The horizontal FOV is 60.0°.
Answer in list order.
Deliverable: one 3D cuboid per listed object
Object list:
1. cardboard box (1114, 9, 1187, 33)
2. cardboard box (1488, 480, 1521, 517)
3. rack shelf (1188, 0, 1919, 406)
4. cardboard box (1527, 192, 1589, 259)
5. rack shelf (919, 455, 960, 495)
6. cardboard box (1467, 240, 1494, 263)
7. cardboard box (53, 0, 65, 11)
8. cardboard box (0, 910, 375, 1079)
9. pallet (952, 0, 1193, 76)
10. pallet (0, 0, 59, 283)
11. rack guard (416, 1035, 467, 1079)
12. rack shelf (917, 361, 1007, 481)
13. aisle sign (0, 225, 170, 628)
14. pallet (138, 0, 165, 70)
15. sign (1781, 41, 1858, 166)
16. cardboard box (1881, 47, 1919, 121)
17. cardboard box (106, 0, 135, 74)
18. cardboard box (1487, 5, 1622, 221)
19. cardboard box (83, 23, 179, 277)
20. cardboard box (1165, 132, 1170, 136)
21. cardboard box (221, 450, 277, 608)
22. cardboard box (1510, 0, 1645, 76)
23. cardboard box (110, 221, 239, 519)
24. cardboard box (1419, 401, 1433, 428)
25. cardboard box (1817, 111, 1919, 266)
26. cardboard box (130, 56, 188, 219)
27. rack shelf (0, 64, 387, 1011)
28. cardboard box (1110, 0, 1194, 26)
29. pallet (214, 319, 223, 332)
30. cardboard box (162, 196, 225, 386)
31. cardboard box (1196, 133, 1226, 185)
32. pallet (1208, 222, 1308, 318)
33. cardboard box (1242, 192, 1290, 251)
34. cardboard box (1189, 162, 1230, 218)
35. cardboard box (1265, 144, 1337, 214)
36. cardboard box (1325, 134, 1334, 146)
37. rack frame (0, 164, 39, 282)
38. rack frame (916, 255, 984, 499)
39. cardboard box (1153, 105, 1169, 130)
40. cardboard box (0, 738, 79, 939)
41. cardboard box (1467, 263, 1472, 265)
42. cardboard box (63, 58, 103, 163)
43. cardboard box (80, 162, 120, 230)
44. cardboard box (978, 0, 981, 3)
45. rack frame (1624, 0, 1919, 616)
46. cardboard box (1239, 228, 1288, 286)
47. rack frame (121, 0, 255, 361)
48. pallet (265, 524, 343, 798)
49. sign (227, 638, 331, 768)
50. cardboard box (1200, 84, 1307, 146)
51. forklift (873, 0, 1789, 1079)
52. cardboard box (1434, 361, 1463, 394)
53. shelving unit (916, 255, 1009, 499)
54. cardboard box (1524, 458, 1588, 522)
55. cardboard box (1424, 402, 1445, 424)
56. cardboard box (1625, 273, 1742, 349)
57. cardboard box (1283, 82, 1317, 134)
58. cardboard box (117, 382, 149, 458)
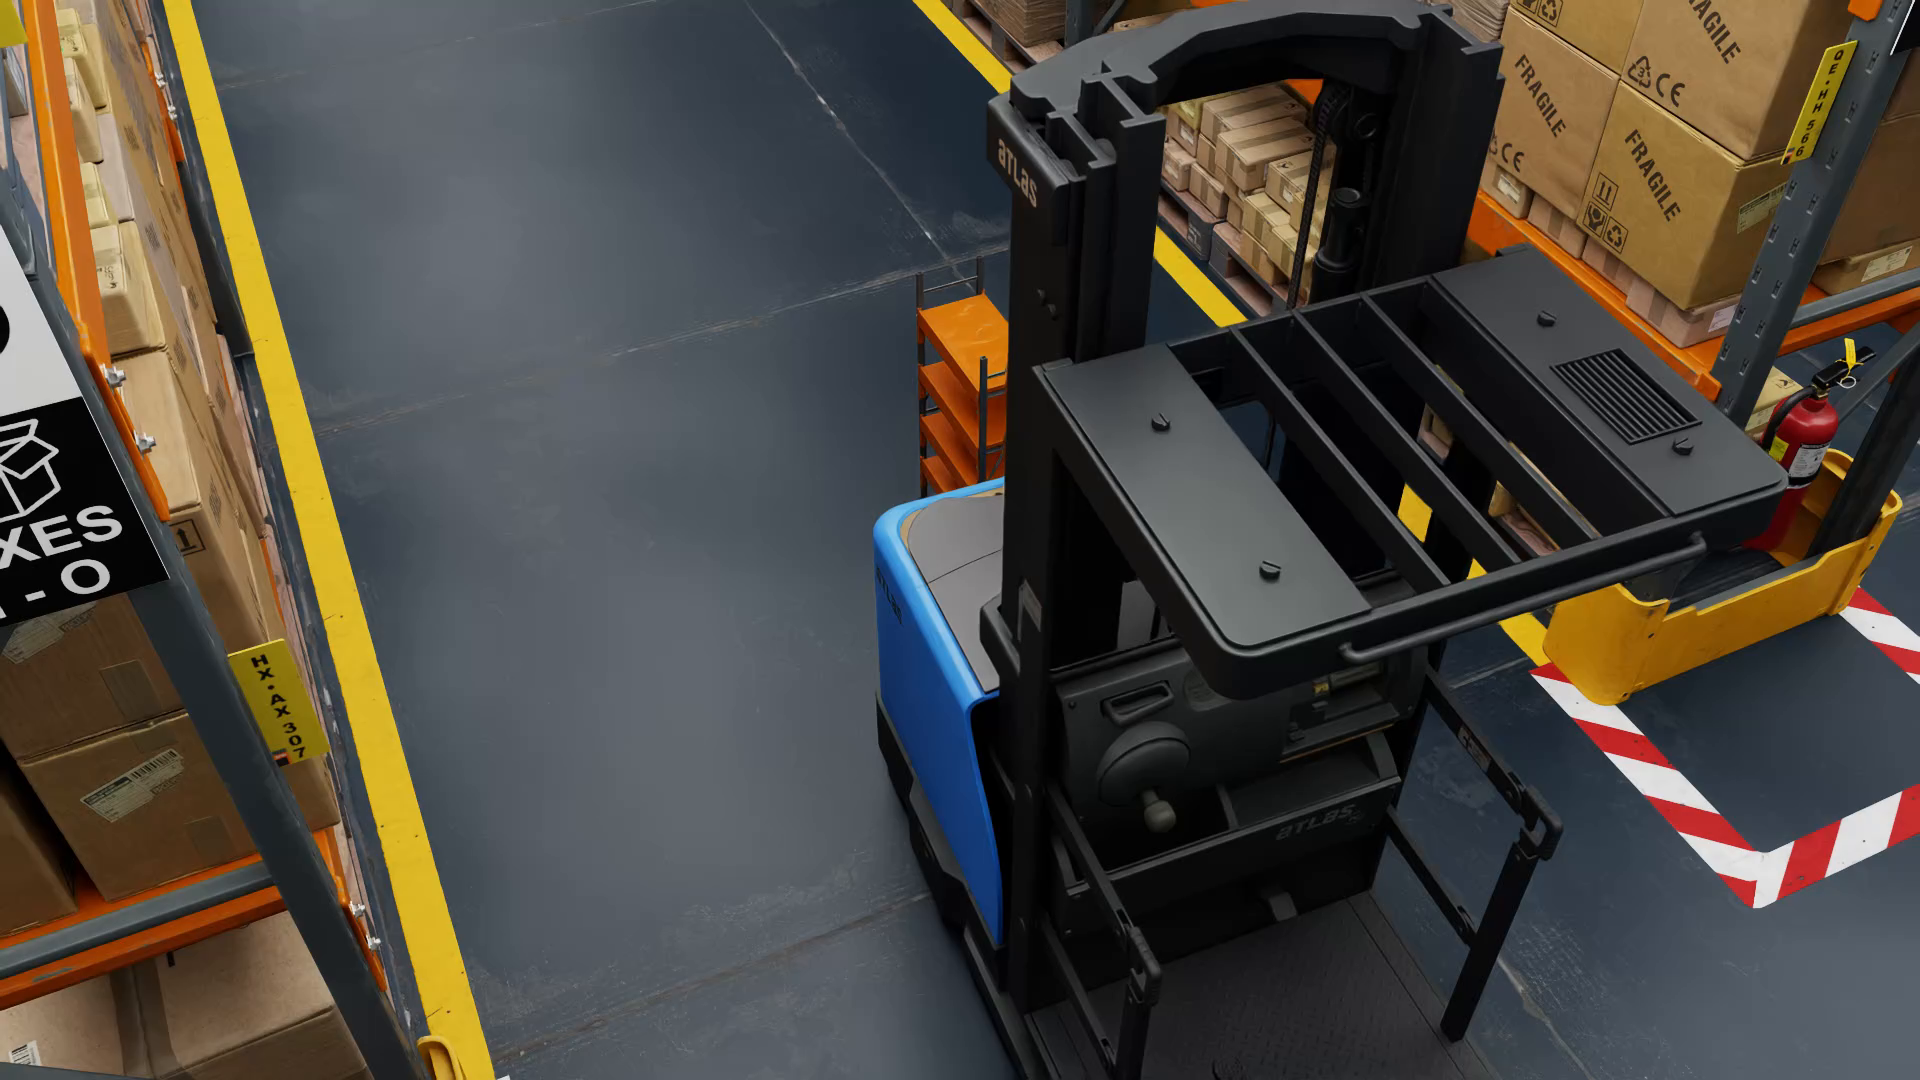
[{"bbox_3d":[0.941,-2.334,7.787,0.380,0.149,0.250,-16,47,-16],"label":"cardboard box"},{"bbox_3d":[2.055,-0.262,6.111,0.380,0.149,0.250,-17,47,-16],"label":"cardboard box"},{"bbox_3d":[1.825,-1.738,6.388,1.077,0.370,4.000,-18,47,-17],"label":"rack shelf"},{"bbox_3d":[2.082,-1.079,5.387,0.380,0.149,0.250,-18,48,-18],"label":"cardboard box"},{"bbox_3d":[0.070,-0.132,5.908,0.258,0.148,0.480,-18,47,-17],"label":"rack shelf"},{"bbox_3d":[2.251,-1.152,6.589,0.380,0.149,0.250,-16,47,-16],"label":"cardboard box"},{"bbox_3d":[-2.450,-1.277,4.163,0.380,0.149,0.250,-18,47,-17],"label":"cardboard box"},{"bbox_3d":[-2.151,1.178,4.445,0.875,0.438,0.875,-20,48,-19],"label":"cardboard box"},{"bbox_3d":[0.655,-2.772,8.909,1.003,0.211,1.213,-18,47,-17],"label":"pallet"},{"bbox_3d":[-2.104,-0.699,2.750,1.003,0.211,1.213,-18,47,-17],"label":"pallet"},{"bbox_3d":[-1.773,1.712,4.159,1.175,0.500,0.348,-18,47,-17],"label":"rack guard"},{"bbox_3d":[0.070,-0.433,5.612,0.258,0.148,0.480,-18,47,-17],"label":"rack shelf"},{"bbox_3d":[-1.490,-0.158,2.424,0.394,0.787,0.004,-18,47,-17],"label":"aisle sign"},{"bbox_3d":[-4.884,-2.774,8.911,1.003,0.211,1.213,-18,47,-17],"label":"pallet"},{"bbox_3d":[2.154,-1.093,4.173,0.100,0.325,0.005,-18,47,-17],"label":"sign"},{"bbox_3d":[2.718,-1.581,4.722,0.500,0.500,0.500,-18,47,-18],"label":"cardboard box"},{"bbox_3d":[-2.810,-1.589,4.941,0.500,0.500,0.500,-19,48,-18],"label":"cardboard box"},{"bbox_3d":[2.031,-1.401,5.251,0.500,0.500,0.500,-19,48,-18],"label":"cardboard box"},{"bbox_3d":[-2.384,-0.945,4.289,0.500,0.500,0.500,-18,47,-17],"label":"cardboard box"},{"bbox_3d":[0.957,-1.907,7.777,0.380,0.149,0.250,-17,47,-16],"label":"cardboard box"},{"bbox_3d":[-1.962,0.066,3.976,0.500,0.500,0.500,-19,48,-18],"label":"cardboard box"},{"bbox_3d":[2.035,-1.758,4.901,0.500,0.500,0.500,-20,48,-19],"label":"cardboard box"},{"bbox_3d":[-1.950,-0.302,3.637,0.500,0.500,0.500,-19,48,-18],"label":"cardboard box"},{"bbox_3d":[1.906,-0.609,6.463,0.380,0.149,0.250,-18,47,-17],"label":"cardboard box"},{"bbox_3d":[2.728,-1.229,5.076,0.500,0.500,0.500,-16,47,-16],"label":"cardboard box"},{"bbox_3d":[-2.817,-1.231,5.291,0.500,0.500,0.500,-19,48,-18],"label":"cardboard box"},{"bbox_3d":[-2.624,-0.212,4.841,1.077,0.370,4.000,-18,47,-17],"label":"rack shelf"},{"bbox_3d":[0.914,-3.077,8.714,0.500,0.500,0.500,-16,47,-16],"label":"cardboard box"},{"bbox_3d":[-3.858,-1.219,7.335,1.003,0.211,1.213,-18,47,-17],"label":"pallet"},{"bbox_3d":[-2.386,-0.577,4.628,0.500,0.500,0.500,-17,47,-16],"label":"cardboard box"},{"bbox_3d":[1.280,-1.731,7.388,0.380,0.149,0.250,-20,48,-19],"label":"cardboard box"},{"bbox_3d":[1.815,-1.080,7.194,1.003,0.211,1.213,-18,47,-17],"label":"pallet"},{"bbox_3d":[1.423,-1.369,7.021,0.380,0.149,0.250,-18,48,-18],"label":"cardboard box"},{"bbox_3d":[1.261,-1.617,7.483,0.380,0.149,0.250,-19,48,-18],"label":"cardboard box"},{"bbox_3d":[1.506,-1.499,6.941,0.380,0.149,0.250,-20,48,-19],"label":"cardboard box"},{"bbox_3d":[1.800,-1.722,7.379,0.380,0.149,0.250,-17,47,-16],"label":"cardboard box"},{"bbox_3d":[-1.783,-1.329,1.190,1.000,3.000,0.127,-18,47,-17],"label":"rack frame"},{"bbox_3d":[-0.033,-0.477,5.879,0.240,1.200,0.015,-18,47,-17],"label":"rack frame"},{"bbox_3d":[1.034,-2.049,7.710,0.380,0.149,0.250,-18,47,-17],"label":"cardboard box"},{"bbox_3d":[-2.226,0.542,3.494,0.500,0.500,0.500,-18,47,-17],"label":"cardboard box"},{"bbox_3d":[2.224,-1.027,6.674,0.380,0.149,0.250,-20,48,-19],"label":"cardboard box"},{"bbox_3d":[-2.213,-0.955,3.837,0.380,0.149,0.250,-18,47,-17],"label":"cardboard box"},{"bbox_3d":[-1.988,-0.631,3.509,0.380,0.149,0.250,-19,48,-19],"label":"cardboard box"},{"bbox_3d":[0.229,-3.252,8.891,0.500,0.500,0.500,-19,48,-18],"label":"cardboard box"},{"bbox_3d":[2.666,-0.719,4.843,1.000,3.000,0.127,-18,47,-17],"label":"rack frame"},{"bbox_3d":[1.428,-1.261,7.123,0.380,0.149,0.250,-19,48,-18],"label":"cardboard box"},{"bbox_3d":[-3.465,-1.742,5.880,1.000,3.000,0.127,-18,47,-17],"label":"rack frame"},{"bbox_3d":[-2.699,0.537,5.556,1.003,0.211,1.213,-18,47,-17],"label":"pallet"},{"bbox_3d":[-1.277,0.310,3.127,0.100,0.325,0.005,-18,47,-17],"label":"sign"},{"bbox_3d":[1.284,-1.835,7.281,0.380,0.149,0.250,-19,48,-18],"label":"cardboard box"},{"bbox_3d":[0.746,0.475,3.682,1.130,2.935,3.031,-16,47,-15],"label":"forklift"},{"bbox_3d":[1.935,-0.633,6.063,0.380,0.149,0.250,-19,48,-18],"label":"cardboard box"},{"bbox_3d":[0.070,-0.322,5.722,0.258,1.200,0.503,-18,47,-17],"label":"shelving unit"},{"bbox_3d":[2.185,-0.212,5.848,0.380,0.149,0.250,-19,48,-18],"label":"cardboard box"},{"bbox_3d":[1.965,-0.543,6.183,0.380,0.149,0.250,-20,48,-19],"label":"cardboard box"},{"bbox_3d":[2.272,-0.754,5.058,0.380,0.149,0.250,-18,47,-17],"label":"cardboard box"},{"bbox_3d":[1.662,-1.969,7.417,0.380,0.149,0.250,-17,47,-16],"label":"cardboard box"},{"bbox_3d":[-1.681,-0.124,2.995,0.380,0.149,0.250,-17,47,-17],"label":"cardboard box"}]
